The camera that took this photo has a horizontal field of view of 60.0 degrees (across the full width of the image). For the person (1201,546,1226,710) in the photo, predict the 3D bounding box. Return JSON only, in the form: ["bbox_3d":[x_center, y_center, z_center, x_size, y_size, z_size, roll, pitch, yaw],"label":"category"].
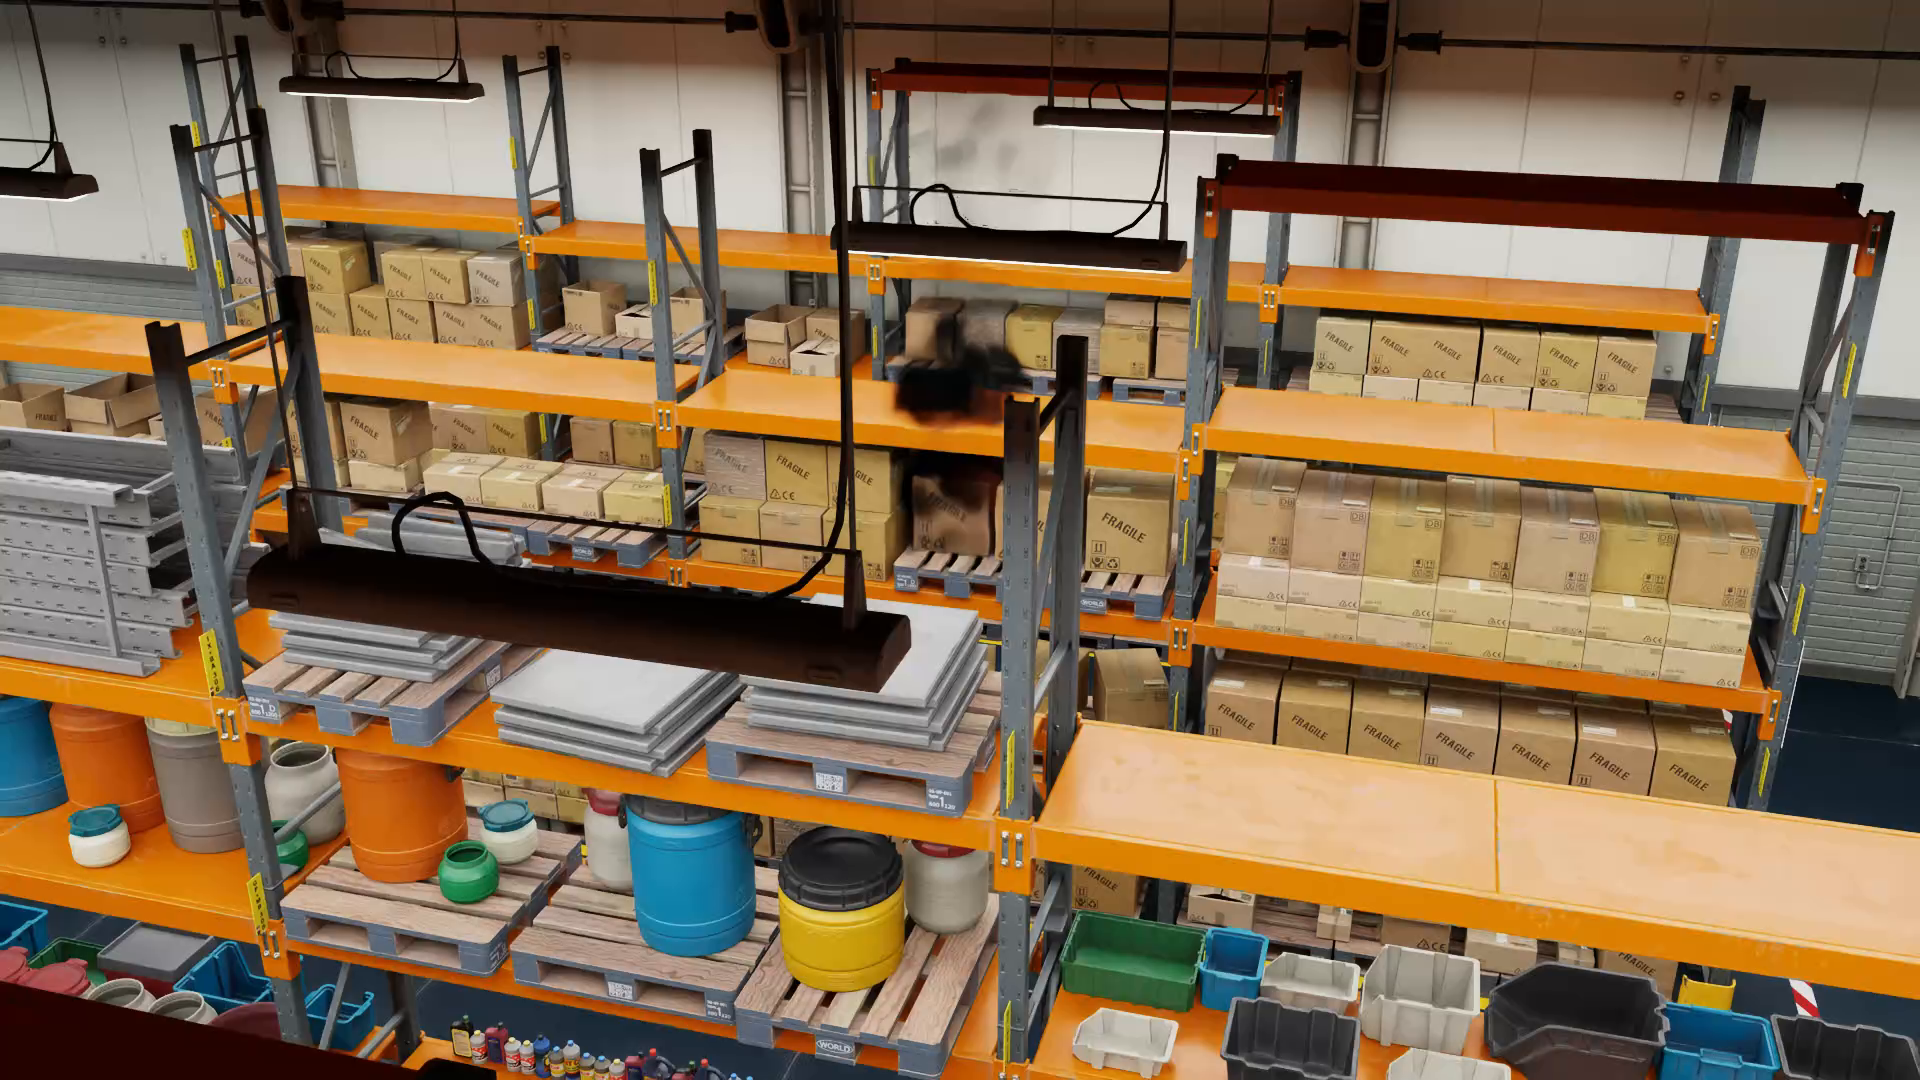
[{"bbox_3d":[2.493,0.896,15.655,0.829,1.894,0.672,2,23,5],"label":"person"}]
